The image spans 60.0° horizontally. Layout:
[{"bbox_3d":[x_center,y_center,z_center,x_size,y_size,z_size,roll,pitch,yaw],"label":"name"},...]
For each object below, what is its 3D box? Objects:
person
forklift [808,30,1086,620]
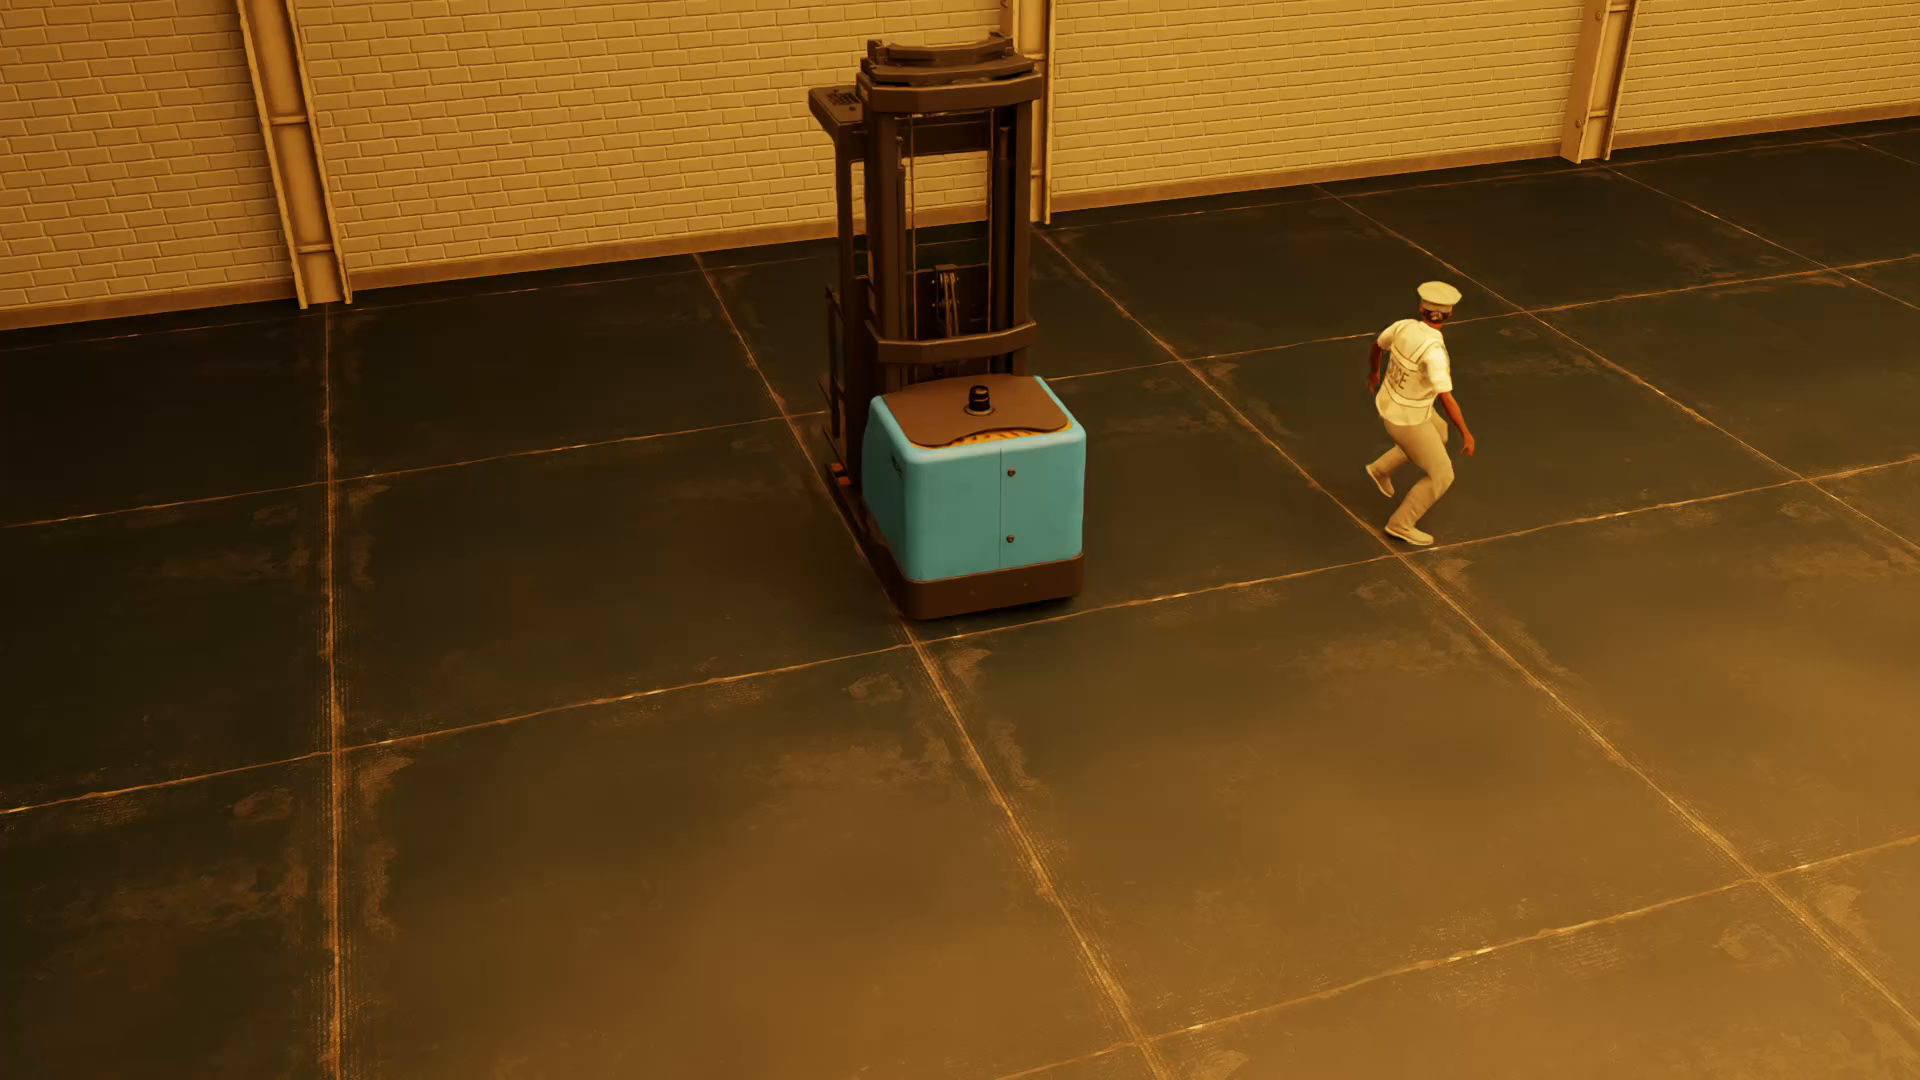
[{"bbox_3d":[2.712,-0.774,9.839,0.520,1.557,0.772,0,30,0],"label":"person"},{"bbox_3d":[-0.225,-1.554,9.787,1.130,2.935,3.031,-9,31,-15],"label":"forklift"}]
